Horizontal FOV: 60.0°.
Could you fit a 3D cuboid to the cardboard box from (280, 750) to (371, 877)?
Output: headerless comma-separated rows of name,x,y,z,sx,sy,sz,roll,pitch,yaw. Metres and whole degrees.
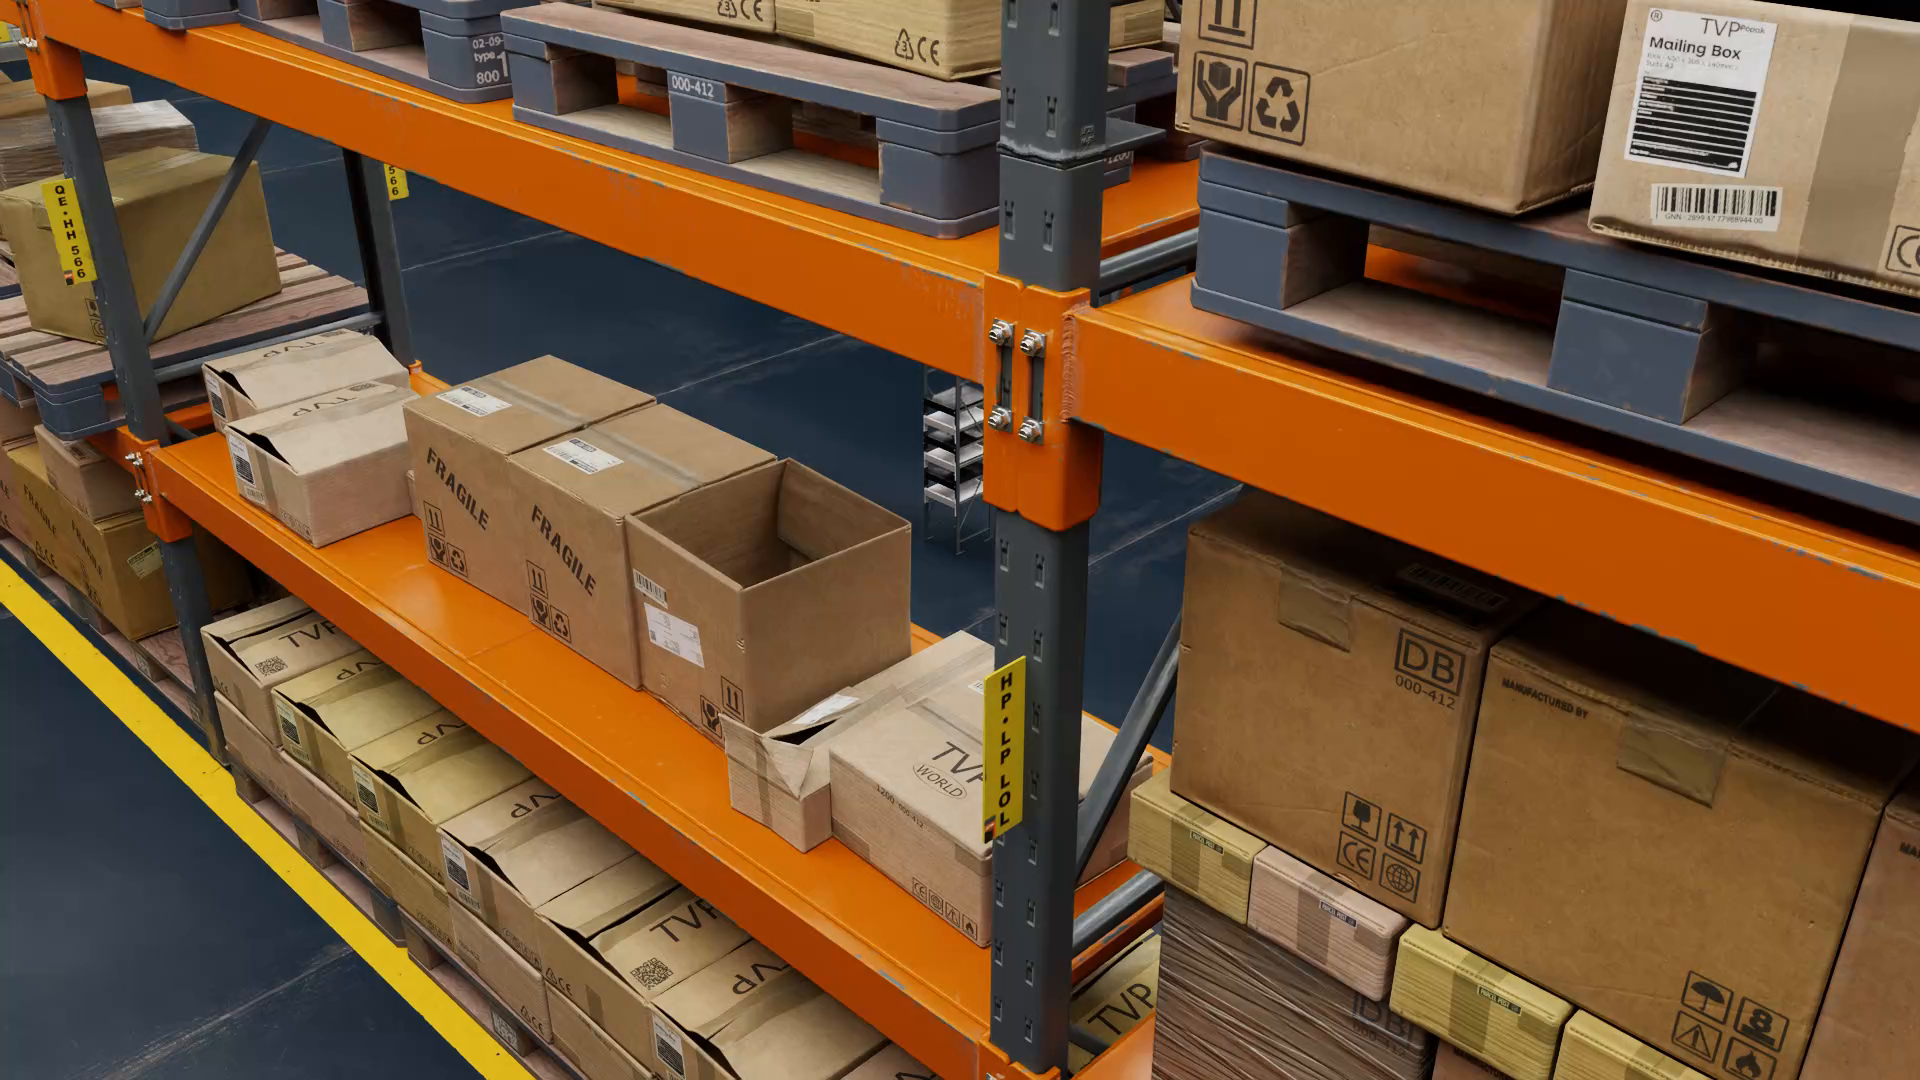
cardboard box,-1.879,0.797,5.515,0.500,0.250,0.500,23,36,37

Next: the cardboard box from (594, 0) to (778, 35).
cardboard box,-0.379,-1.191,3.279,0.500,0.250,0.500,21,34,34

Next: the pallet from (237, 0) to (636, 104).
pallet,-1.059,-1.355,4.084,1.003,0.211,1.213,-23,36,-37

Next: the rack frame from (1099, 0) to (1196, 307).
rack frame,1.070,-2.309,8.919,0.127,3.000,1.000,25,36,38

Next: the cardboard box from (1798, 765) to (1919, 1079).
cardboard box,1.486,0.491,2.092,0.500,0.500,0.700,25,36,38

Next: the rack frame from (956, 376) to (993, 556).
rack frame,0.067,-0.368,7.483,0.006,0.900,0.240,25,36,38

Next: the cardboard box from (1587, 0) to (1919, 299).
cardboard box,1.006,-0.469,1.691,0.500,0.311,0.500,22,35,36

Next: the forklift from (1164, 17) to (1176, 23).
forklift,1.211,-3.737,11.708,3.031,2.935,1.130,24,36,38

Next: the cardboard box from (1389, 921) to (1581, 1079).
cardboard box,0.867,0.625,2.535,0.250,0.149,0.380,23,36,37

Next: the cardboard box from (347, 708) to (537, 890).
cardboard box,-1.495,0.720,5.058,0.500,0.311,0.500,23,36,37

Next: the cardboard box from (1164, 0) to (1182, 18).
cardboard box,2.161,-4.301,14.539,0.875,0.875,1.225,25,36,39

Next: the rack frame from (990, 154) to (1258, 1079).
rack frame,0.447,0.639,3.313,0.127,3.000,1.000,25,36,38

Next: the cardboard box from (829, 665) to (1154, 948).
cardboard box,0.065,0.559,3.625,0.500,0.250,0.500,-23,35,-36

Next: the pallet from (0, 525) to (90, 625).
pallet,-3.777,-0.087,7.688,1.213,0.211,1.003,25,36,38

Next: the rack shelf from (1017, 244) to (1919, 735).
rack shelf,1.873,0.282,1.541,4.000,0.370,1.077,25,36,38

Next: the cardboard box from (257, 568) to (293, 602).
cardboard box,-2.529,0.002,6.737,0.500,0.500,0.500,-23,36,-37

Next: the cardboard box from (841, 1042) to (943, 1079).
cardboard box,-0.043,1.384,3.795,0.500,0.311,0.500,25,36,38

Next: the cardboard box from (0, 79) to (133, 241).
cardboard box,-3.954,-1.646,7.099,0.500,0.500,0.700,15,31,26

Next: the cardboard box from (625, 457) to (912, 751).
cardboard box,-0.465,0.166,4.103,0.500,0.500,0.500,-22,35,-36

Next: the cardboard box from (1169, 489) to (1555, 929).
cardboard box,0.768,0.163,2.716,0.500,0.500,0.700,25,37,39

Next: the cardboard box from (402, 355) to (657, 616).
cardboard box,-1.197,-0.169,4.741,0.500,0.500,0.500,22,35,36

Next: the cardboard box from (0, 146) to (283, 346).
cardboard box,-2.933,-1.065,5.993,0.500,0.500,0.700,12,30,22

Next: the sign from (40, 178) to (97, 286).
sign,-2.779,-0.961,5.195,0.005,0.325,0.100,25,36,38

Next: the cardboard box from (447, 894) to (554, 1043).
cardboard box,-1.138,1.132,4.878,0.500,0.250,0.500,-24,36,-38

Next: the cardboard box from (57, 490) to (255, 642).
cardboard box,-3.237,0.018,6.706,0.500,0.500,0.500,-24,36,-37

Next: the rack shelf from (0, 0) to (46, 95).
rack shelf,-3.831,-2.328,6.505,4.000,0.370,1.077,25,36,38

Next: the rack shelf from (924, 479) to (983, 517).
rack shelf,-0.006,-0.212,7.645,0.200,0.077,0.258,25,36,38

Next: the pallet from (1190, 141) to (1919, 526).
pallet,1.073,-0.380,2.122,1.213,0.211,1.003,25,36,38

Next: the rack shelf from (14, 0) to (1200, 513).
rack shelf,-0.979,-1.023,4.023,4.000,0.370,1.077,25,36,38

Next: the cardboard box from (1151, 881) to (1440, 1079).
cardboard box,0.768,0.737,3.018,0.500,0.500,0.700,23,36,37

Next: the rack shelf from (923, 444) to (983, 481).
rack shelf,-0.006,-0.371,7.561,0.200,0.077,0.258,25,36,38

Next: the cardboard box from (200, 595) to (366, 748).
cardboard box,-2.238,0.385,5.696,0.500,0.311,0.500,-24,36,-38

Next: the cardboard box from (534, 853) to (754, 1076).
cardboard box,-0.772,1.053,4.425,0.500,0.311,0.500,24,36,38

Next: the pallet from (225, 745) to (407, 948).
pallet,-1.846,0.849,5.908,1.213,0.211,1.003,25,36,38

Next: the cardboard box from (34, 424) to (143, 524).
cardboard box,-3.280,-0.331,6.564,0.500,0.250,0.500,-24,36,-37

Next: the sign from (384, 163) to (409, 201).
sign,-2.018,-1.364,5.878,0.005,0.325,0.100,25,36,38

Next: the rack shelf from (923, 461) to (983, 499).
rack shelf,-0.006,-0.292,7.603,0.200,0.077,0.258,25,36,38

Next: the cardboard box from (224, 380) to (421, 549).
cardboard box,-1.903,-0.271,5.138,0.500,0.311,0.500,24,36,38

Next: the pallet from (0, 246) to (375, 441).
pallet,-2.938,-0.780,6.216,1.003,0.211,1.213,25,36,38

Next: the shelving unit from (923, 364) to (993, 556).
shelving unit,-0.006,-0.401,7.546,0.210,0.900,0.258,25,36,38

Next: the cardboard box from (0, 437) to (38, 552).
cardboard box,-3.984,-0.320,7.349,0.500,0.500,0.500,23,35,37

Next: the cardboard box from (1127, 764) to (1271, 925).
cardboard box,0.503,0.459,2.849,0.250,0.149,0.380,25,36,38
